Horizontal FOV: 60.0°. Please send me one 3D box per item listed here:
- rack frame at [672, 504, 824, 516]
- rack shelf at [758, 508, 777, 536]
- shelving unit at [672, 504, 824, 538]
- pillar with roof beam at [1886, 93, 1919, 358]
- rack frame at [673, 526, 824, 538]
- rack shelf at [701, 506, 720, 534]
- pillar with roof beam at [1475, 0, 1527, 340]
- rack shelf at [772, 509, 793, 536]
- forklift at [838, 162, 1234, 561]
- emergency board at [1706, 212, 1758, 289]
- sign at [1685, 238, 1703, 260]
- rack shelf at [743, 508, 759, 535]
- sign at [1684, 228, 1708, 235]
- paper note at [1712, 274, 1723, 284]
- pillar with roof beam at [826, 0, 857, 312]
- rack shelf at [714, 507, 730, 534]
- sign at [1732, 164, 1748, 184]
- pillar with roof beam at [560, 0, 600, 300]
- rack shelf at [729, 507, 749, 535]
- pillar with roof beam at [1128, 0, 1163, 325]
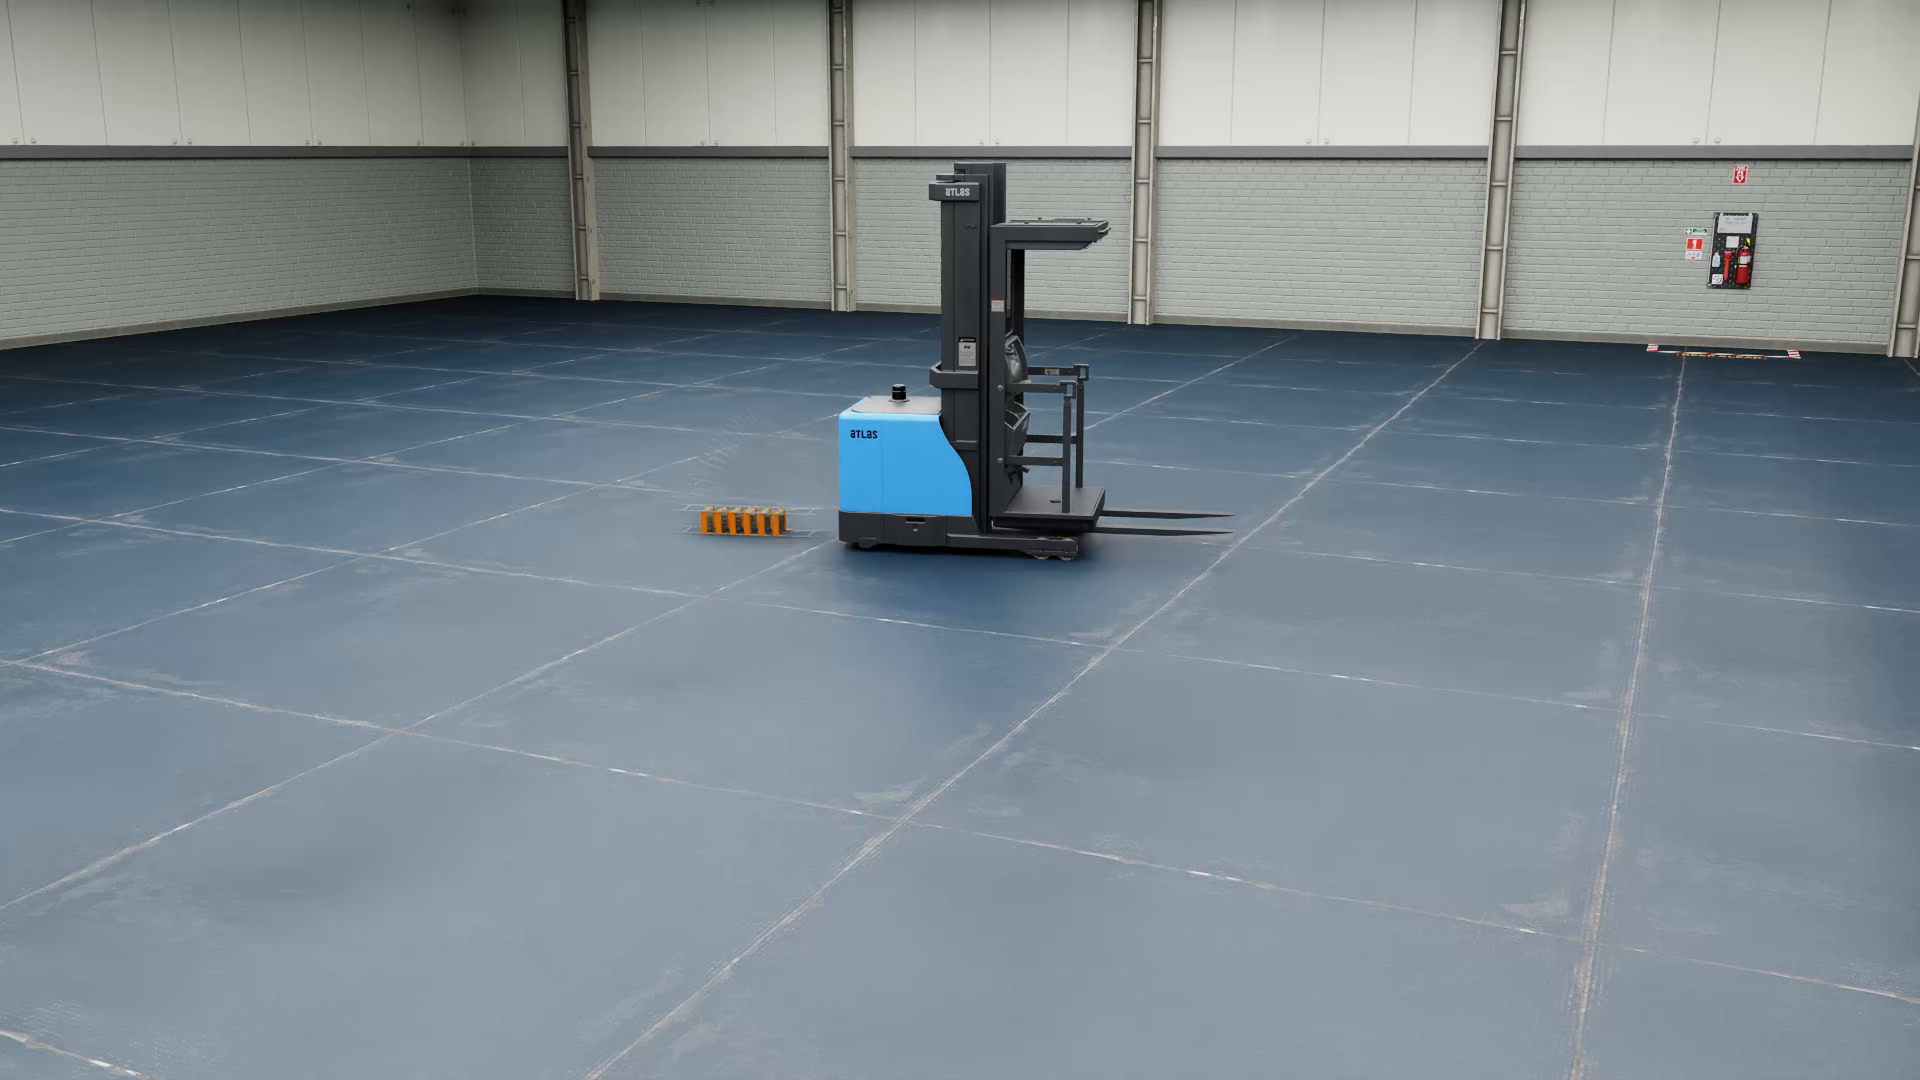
[{"bbox_3d":[-1.718,-0.245,13.474,1.200,0.006,0.240,2,13,9],"label":"rack frame"},{"bbox_3d":[-1.556,-0.150,13.470,0.103,0.180,0.258,2,13,9],"label":"rack shelf"},{"bbox_3d":[-1.718,-0.156,13.495,1.200,0.189,0.258,2,13,9],"label":"shelving unit"},{"bbox_3d":[12.471,-6.259,20.228,0.400,9.000,9.100,6,14,23],"label":"pillar with roof beam"},{"bbox_3d":[-1.718,-0.067,13.516,1.200,0.006,0.240,2,13,9],"label":"rack frame"},{"bbox_3d":[-2.030,-0.167,13.544,0.103,0.180,0.258,2,13,9],"label":"rack shelf"},{"bbox_3d":[6.985,-6.814,22.594,0.400,9.000,9.100,6,14,23],"label":"pillar with roof beam"},{"bbox_3d":[-1.437,-0.145,13.451,0.103,0.180,0.258,2,13,9],"label":"rack shelf"},{"bbox_3d":[0.621,-1.402,12.816,3.031,2.935,1.130,2,13,9],"label":"forklift"},{"bbox_3d":[11.971,-4.474,25.754,0.643,1.169,0.194,6,14,23],"label":"emergency board"},{"bbox_3d":[11.507,-4.564,26.060,0.234,0.329,0.001,6,14,23],"label":"sign"},{"bbox_3d":[-1.674,-0.154,13.488,0.103,0.180,0.258,2,13,9],"label":"rack shelf"},{"bbox_3d":[11.507,-4.819,25.989,0.331,0.109,0.001,6,14,23],"label":"sign"},{"bbox_3d":[11.837,-4.076,25.986,0.142,0.148,0.016,6,14,23],"label":"paper note"},{"bbox_3d":[-3.987,-7.924,27.326,0.400,9.000,9.100,6,14,23],"label":"pillar with roof beam"},{"bbox_3d":[-1.911,-0.163,13.525,0.103,0.180,0.258,2,13,9],"label":"rack shelf"},{"bbox_3d":[12.004,-5.624,25.581,0.199,0.298,0.001,6,14,23],"label":"sign"},{"bbox_3d":[-9.472,-8.479,29.692,0.400,9.000,9.100,6,14,23],"label":"pillar with roof beam"},{"bbox_3d":[-1.793,-0.159,13.507,0.103,0.180,0.258,2,13,9],"label":"rack shelf"},{"bbox_3d":[1.499,-7.369,24.960,0.400,9.000,9.100,6,14,23],"label":"pillar with roof beam"}]
